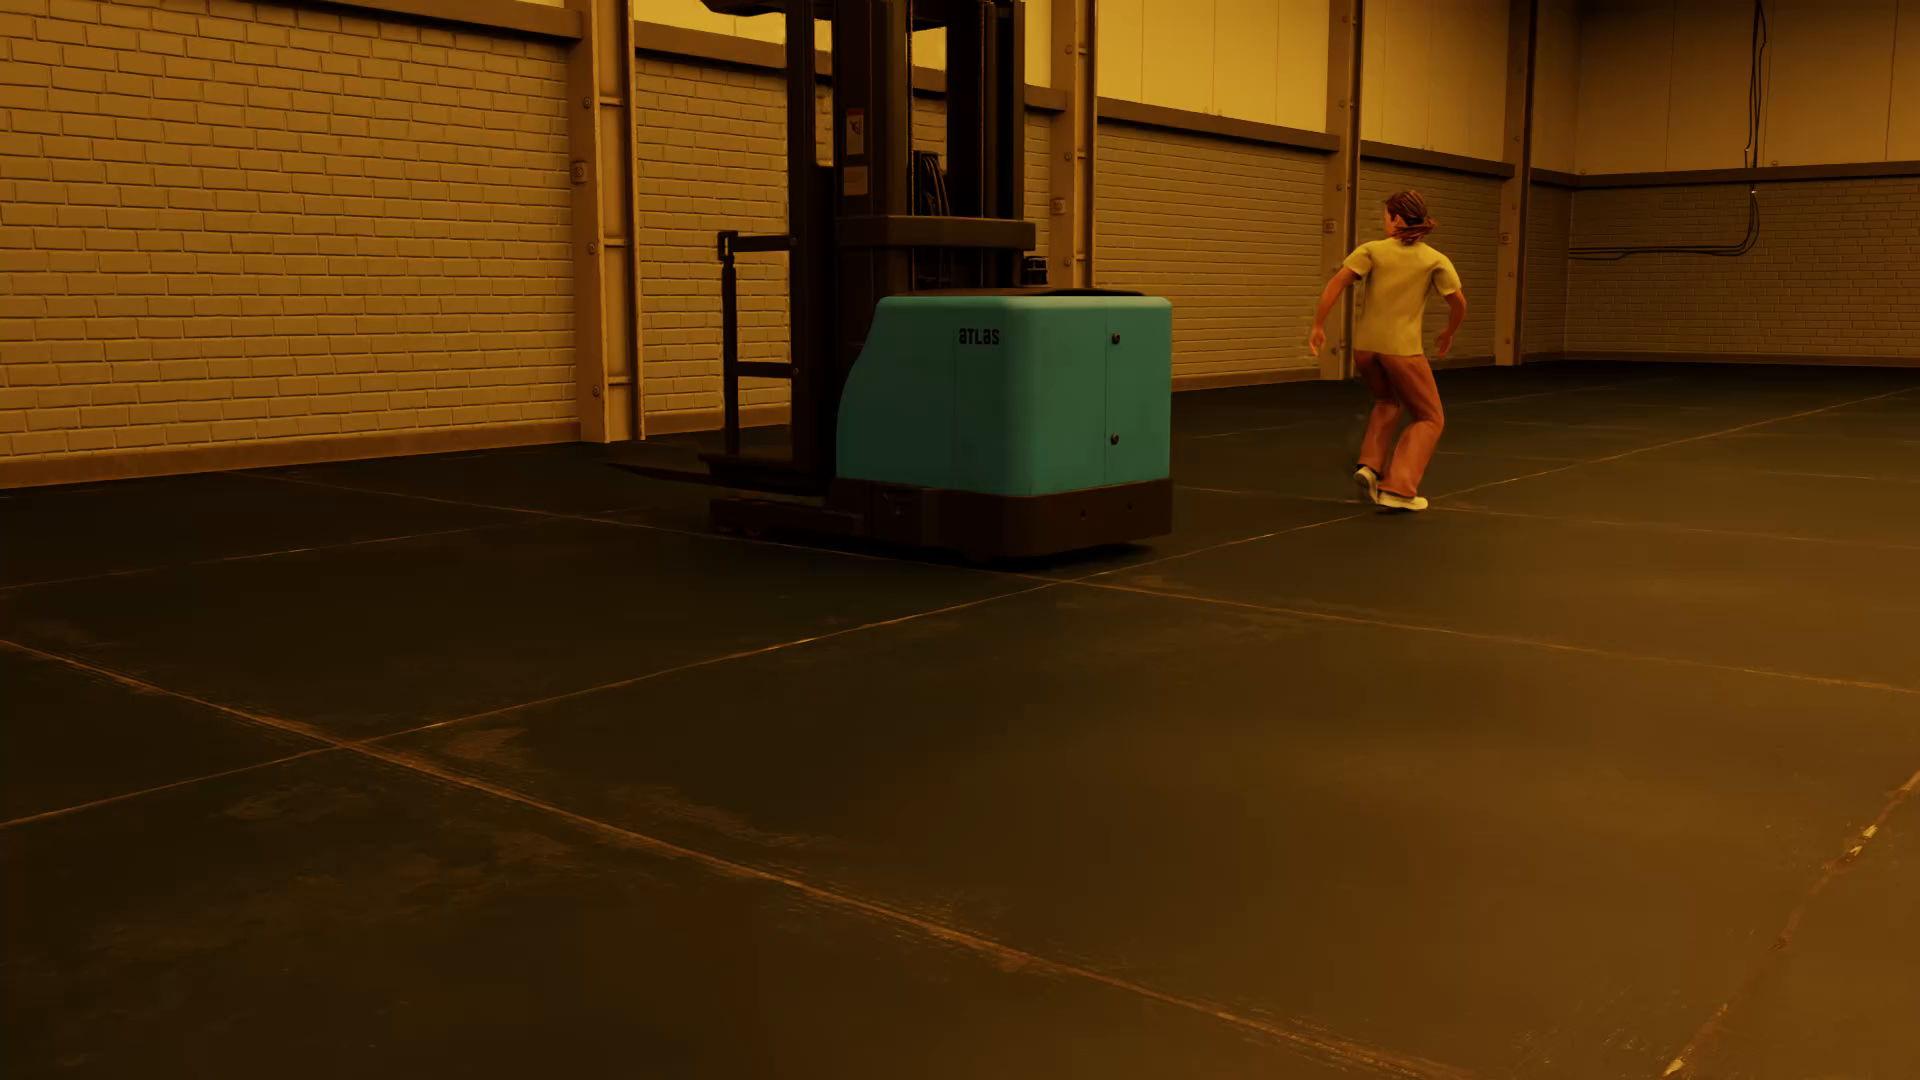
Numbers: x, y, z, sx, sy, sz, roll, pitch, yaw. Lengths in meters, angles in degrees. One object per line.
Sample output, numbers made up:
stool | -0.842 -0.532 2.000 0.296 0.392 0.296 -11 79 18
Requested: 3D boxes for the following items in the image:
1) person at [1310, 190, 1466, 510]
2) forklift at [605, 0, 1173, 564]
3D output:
person | 2.185 -0.940 8.372 0.632 1.617 0.664 7 11 40
forklift | -0.506 -1.510 7.602 3.031 2.935 1.130 8 11 43
